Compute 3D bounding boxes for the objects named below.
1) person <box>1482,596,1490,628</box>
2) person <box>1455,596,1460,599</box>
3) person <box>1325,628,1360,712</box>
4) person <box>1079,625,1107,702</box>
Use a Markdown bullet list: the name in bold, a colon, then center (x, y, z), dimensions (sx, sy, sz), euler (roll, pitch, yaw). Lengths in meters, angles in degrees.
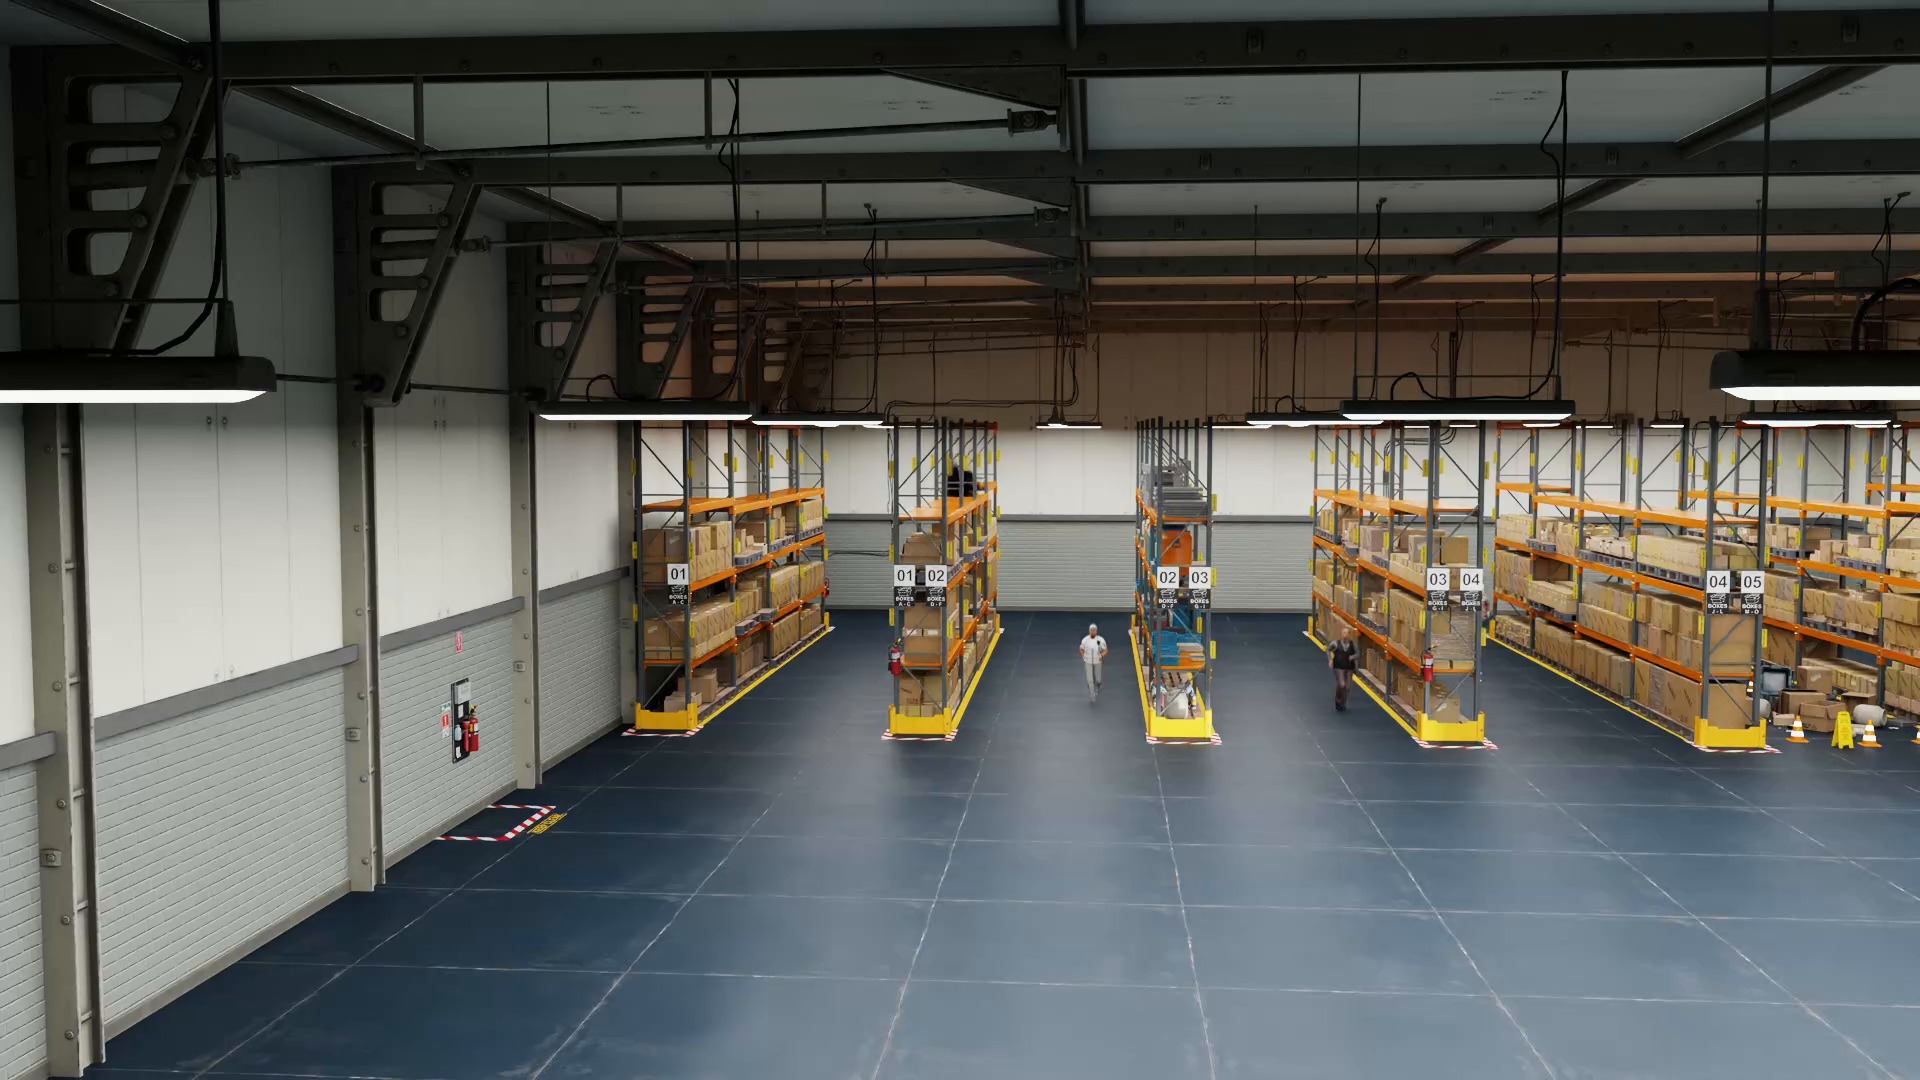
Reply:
- **person**: center (13.269, 2.061, 42.696), dimensions (0.664, 1.781, 0.886), euler (0, 4, 7)
- **person**: center (13.687, 1.829, 46.663), dimensions (0.566, 1.694, 0.790), euler (-3, 5, -38)
- **person**: center (7.830, 2.650, 33.892), dimensions (0.644, 1.698, 0.642), euler (0, 4, -4)
- **person**: center (2.828, 2.607, 35.322), dimensions (0.594, 1.622, 0.522), euler (1, 4, 8)
